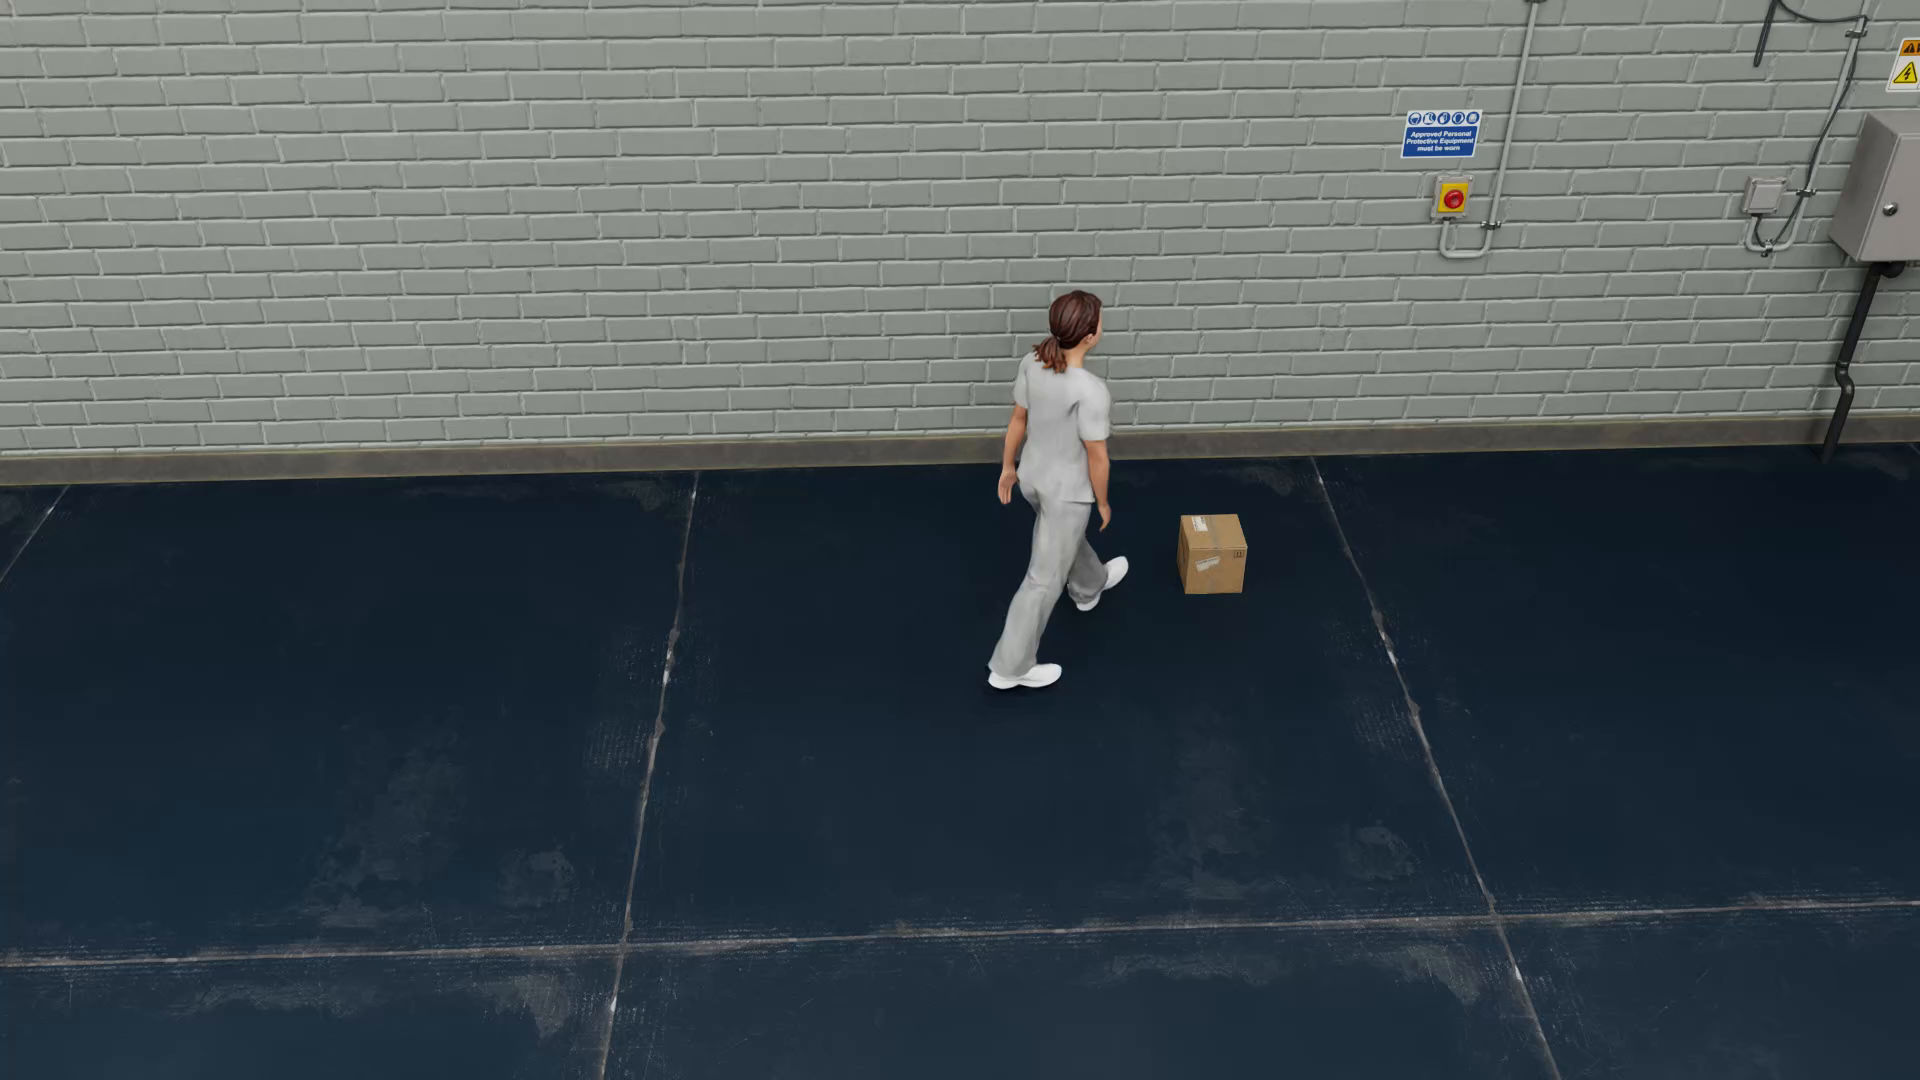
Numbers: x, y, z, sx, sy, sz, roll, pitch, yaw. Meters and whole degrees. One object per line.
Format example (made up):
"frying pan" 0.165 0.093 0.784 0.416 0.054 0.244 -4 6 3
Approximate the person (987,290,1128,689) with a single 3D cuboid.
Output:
"person" 0.449 -0.241 6.496 0.911 1.636 0.468 -25 42 -30
